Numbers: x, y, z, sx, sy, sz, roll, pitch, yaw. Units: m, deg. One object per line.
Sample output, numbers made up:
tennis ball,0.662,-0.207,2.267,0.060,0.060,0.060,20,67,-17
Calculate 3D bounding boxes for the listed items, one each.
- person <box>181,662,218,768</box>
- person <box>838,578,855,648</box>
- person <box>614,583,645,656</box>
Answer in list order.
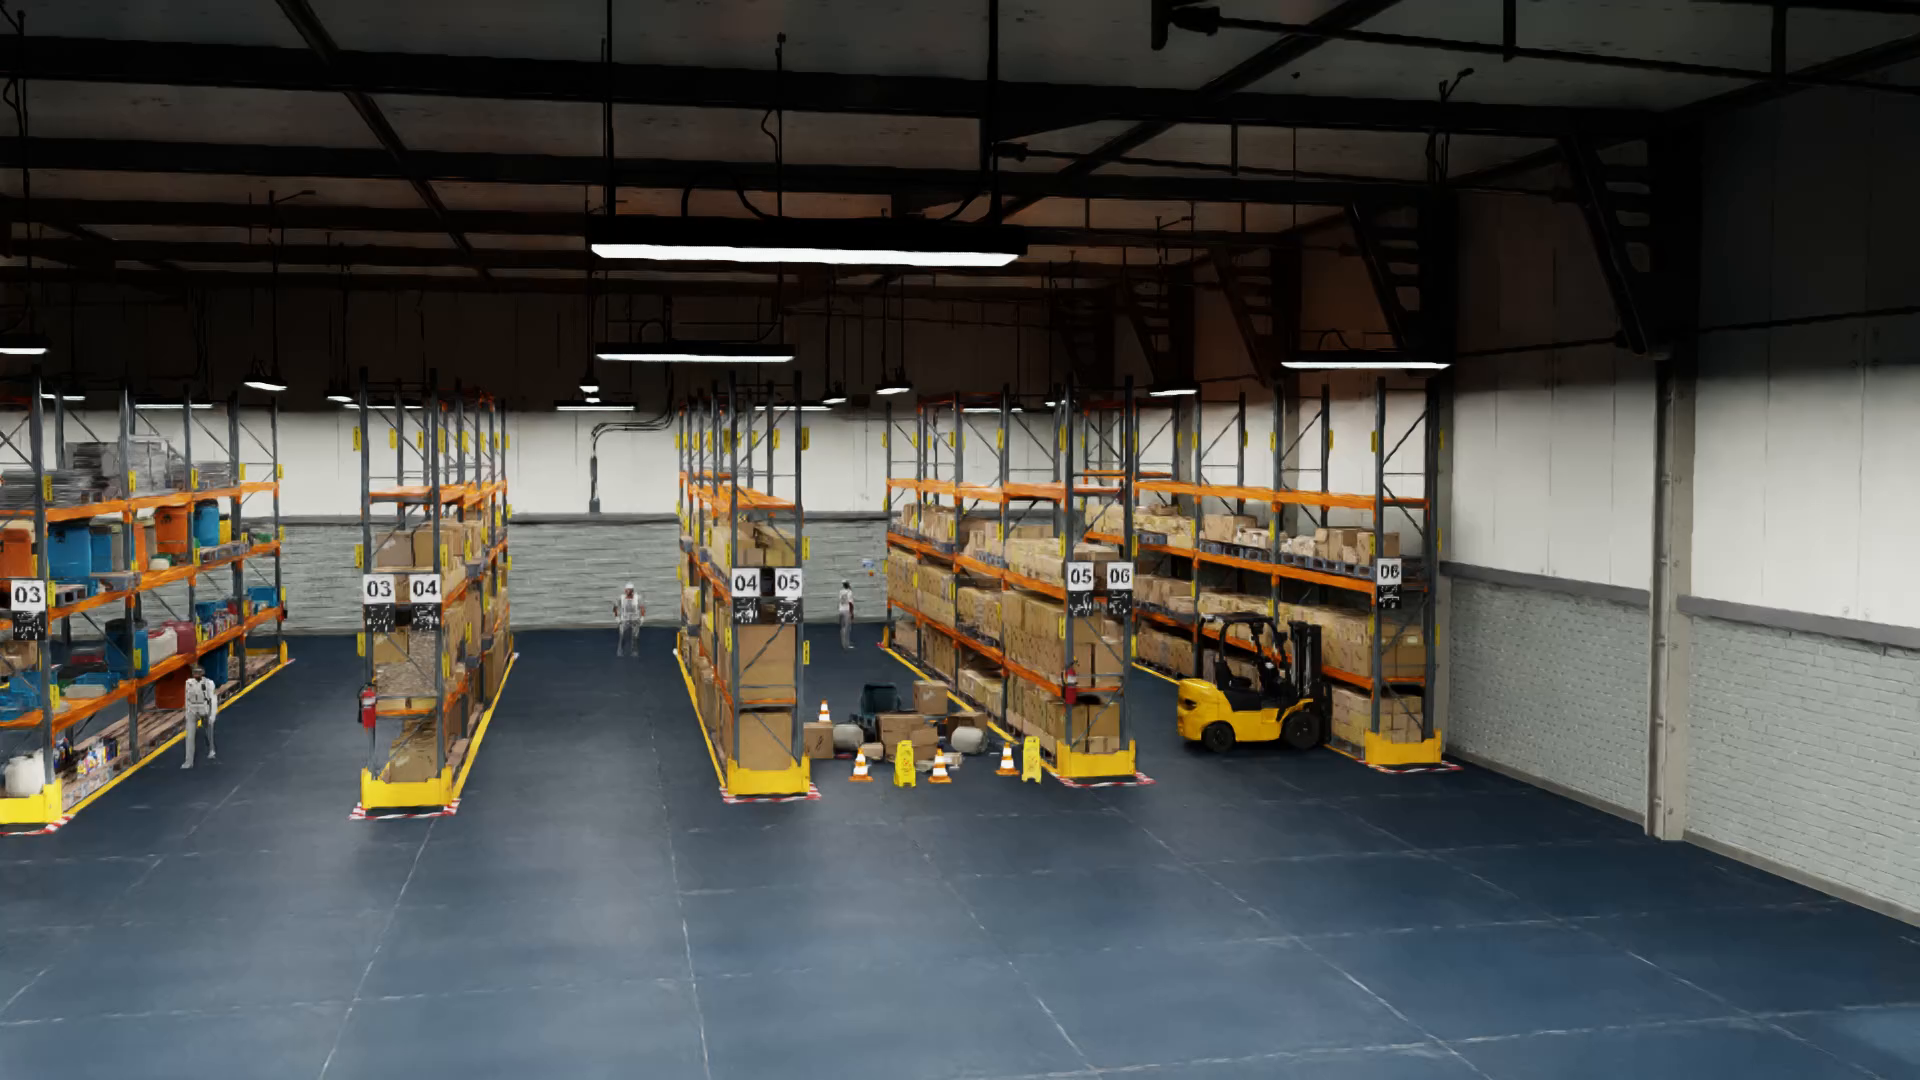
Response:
person,-11.708,2.661,25.637,0.488,1.590,1.071,-1,4,-14
person,-2.727,1.761,40.247,0.405,1.678,0.511,-3,4,-37
person,-7.666,1.851,38.546,0.702,1.734,0.548,-1,3,-14
